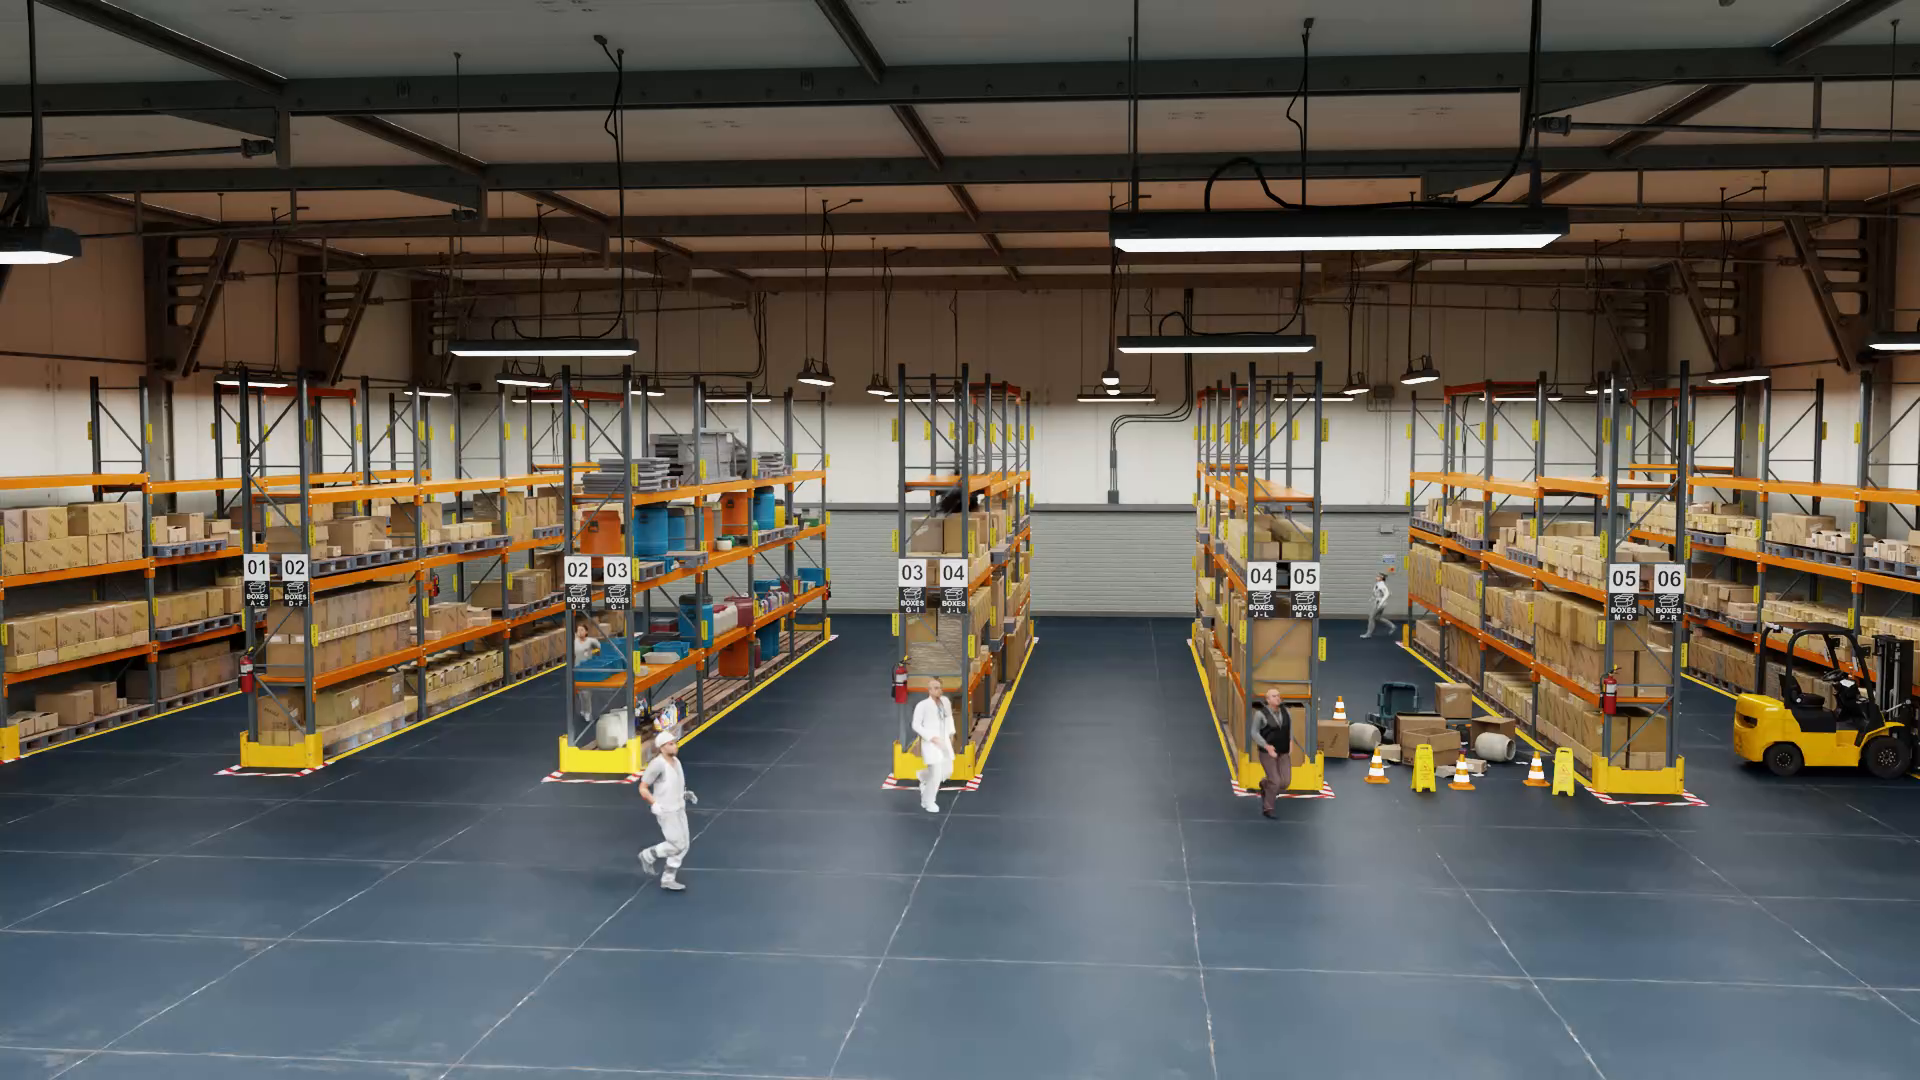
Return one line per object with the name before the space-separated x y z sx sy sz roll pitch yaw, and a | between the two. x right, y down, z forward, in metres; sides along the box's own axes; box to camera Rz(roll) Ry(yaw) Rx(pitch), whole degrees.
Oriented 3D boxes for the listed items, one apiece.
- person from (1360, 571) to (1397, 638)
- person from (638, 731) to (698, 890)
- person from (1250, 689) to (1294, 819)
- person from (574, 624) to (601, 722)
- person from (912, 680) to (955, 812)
person | 10.215 1.574 40.404 0.889 1.657 0.687 0 4 3
person | -3.209 2.965 18.245 0.601 1.738 0.658 2 4 22
person | 4.079 2.779 21.720 0.675 1.698 0.650 -2 4 -22
person | -6.563 2.320 29.067 0.585 1.736 0.729 1 4 8
person | -0.347 2.727 22.146 0.731 1.752 0.709 -3 5 -39
